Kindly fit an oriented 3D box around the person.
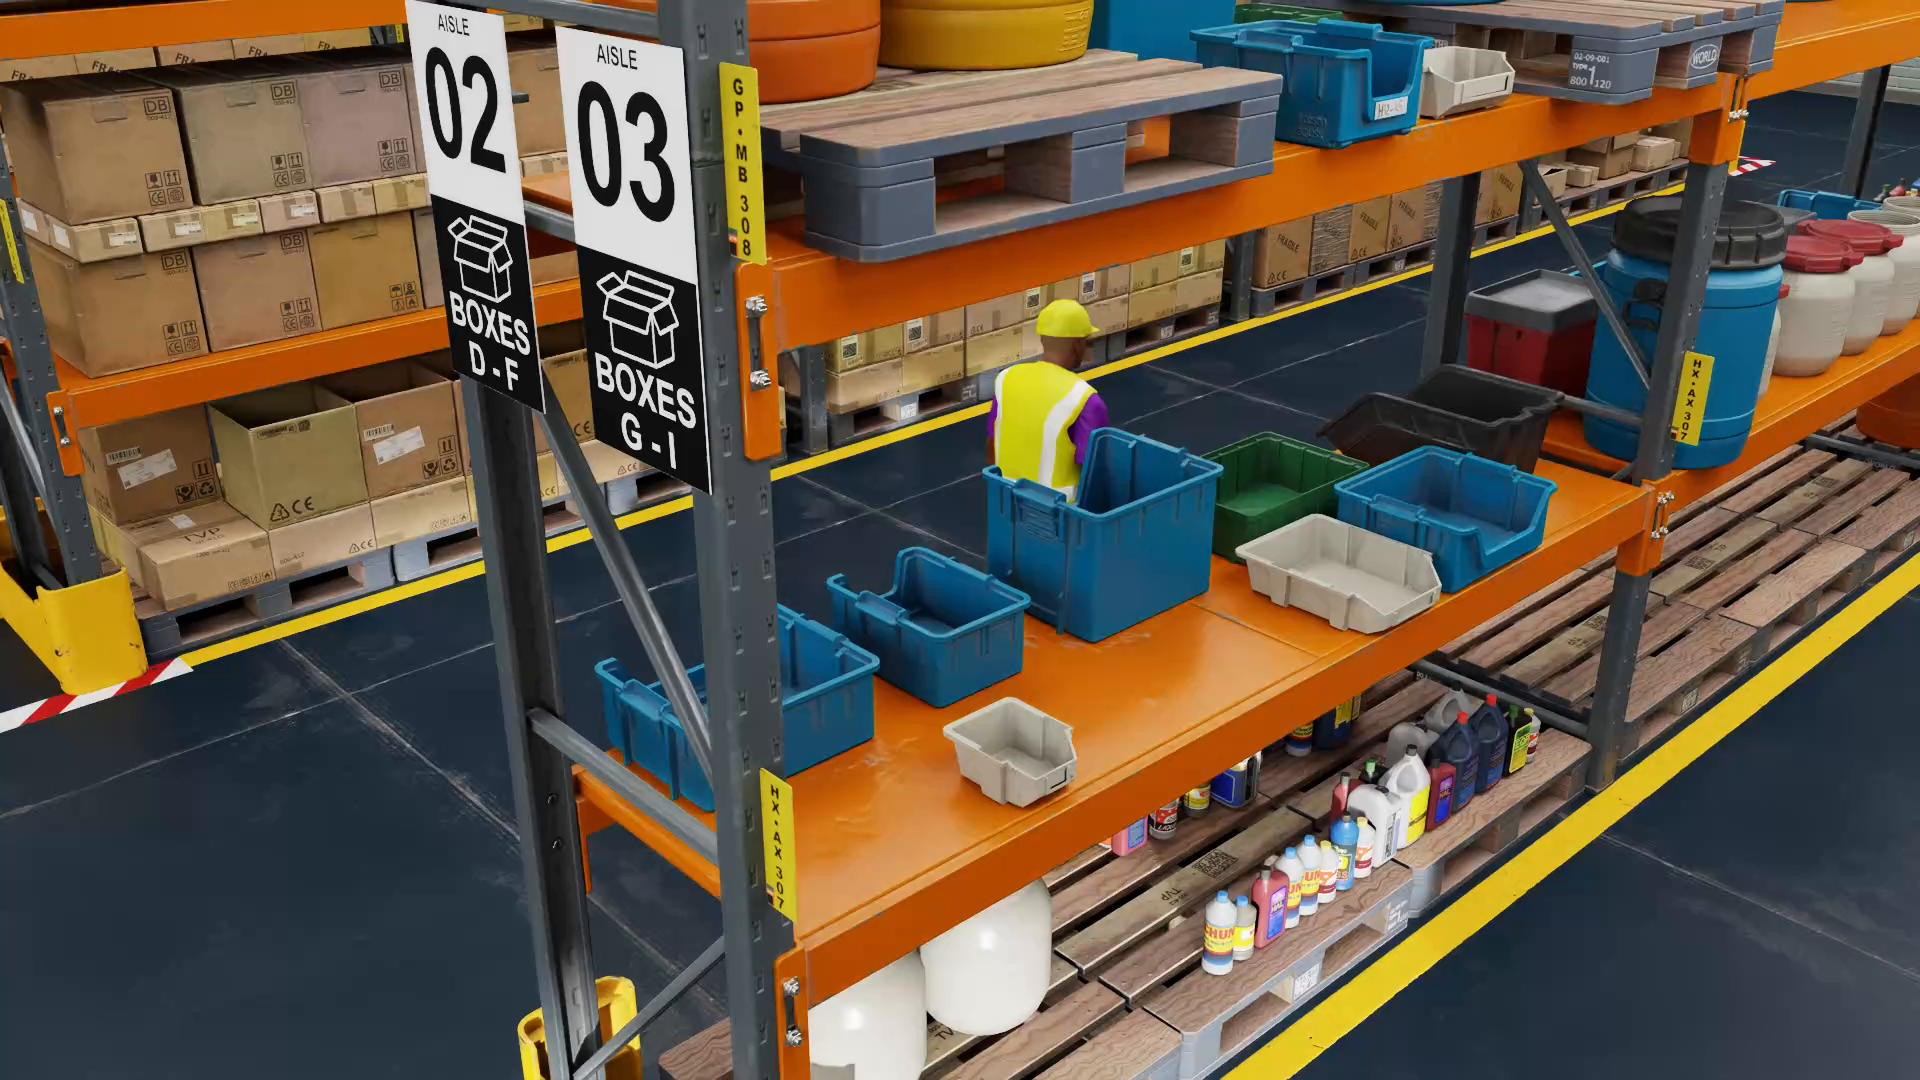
[{"bbox_3d":[0.383,-0.118,6.845,0.626,1.759,0.463,22,32,40],"label":"person"}]
